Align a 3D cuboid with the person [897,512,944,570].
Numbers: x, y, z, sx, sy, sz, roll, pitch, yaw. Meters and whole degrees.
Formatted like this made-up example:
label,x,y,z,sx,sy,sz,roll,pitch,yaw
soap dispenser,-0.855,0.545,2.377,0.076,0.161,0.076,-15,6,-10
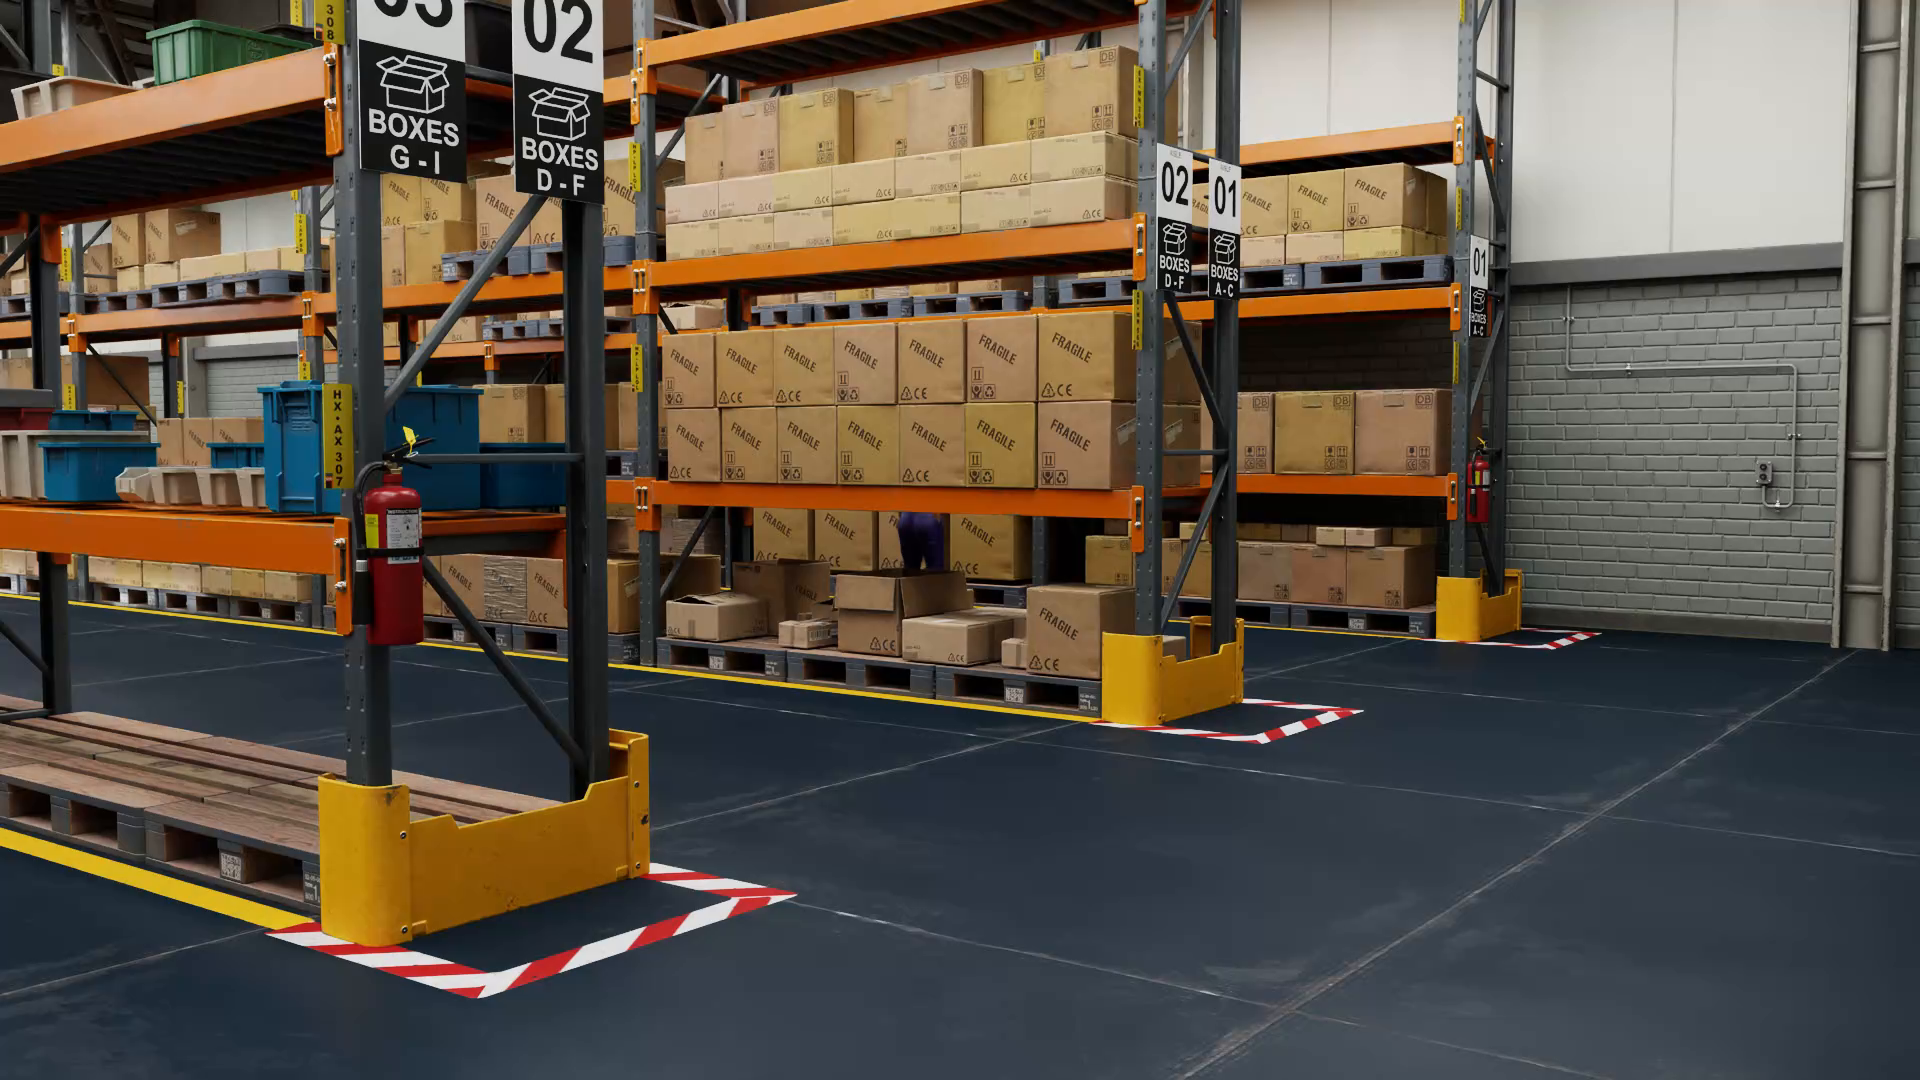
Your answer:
label,x,y,z,sx,sy,sz,roll,pitch,yaw
person,-0.347,-0.090,14.551,0.470,1.633,0.342,3,4,37
